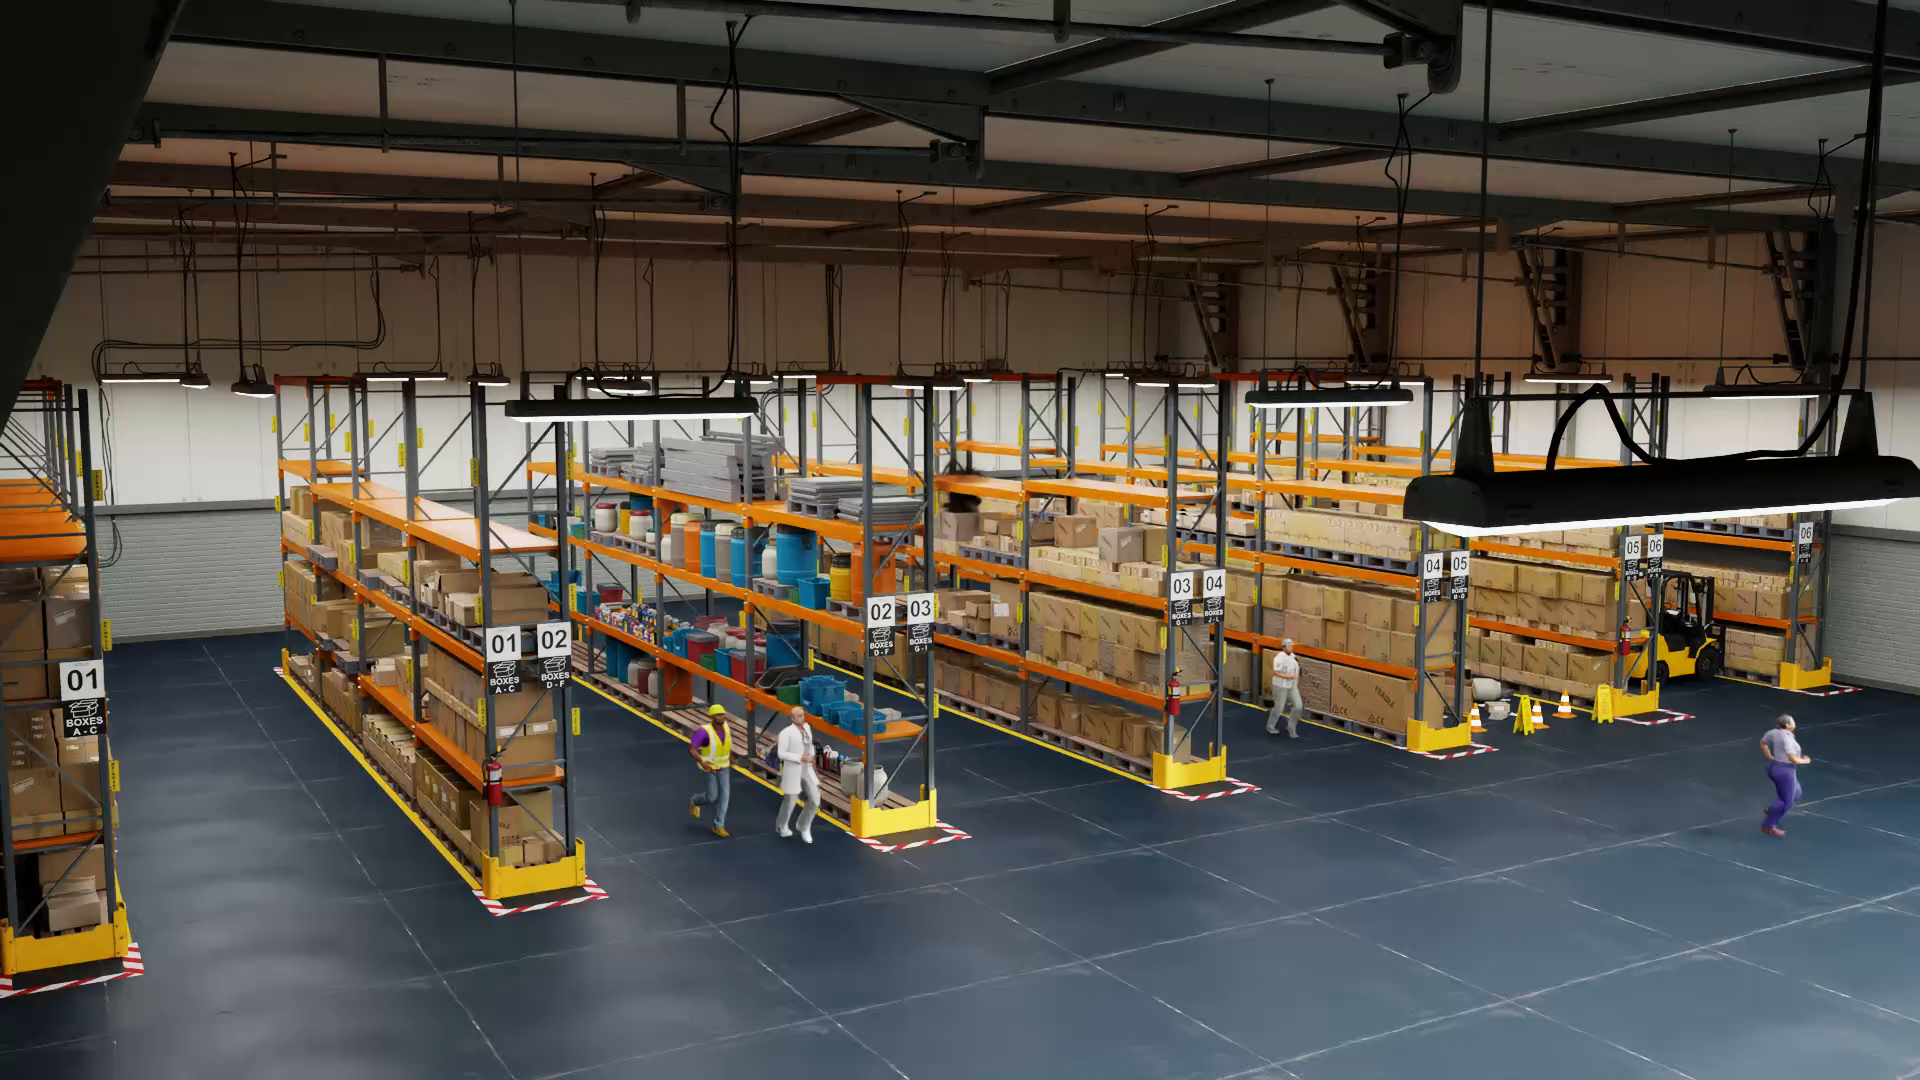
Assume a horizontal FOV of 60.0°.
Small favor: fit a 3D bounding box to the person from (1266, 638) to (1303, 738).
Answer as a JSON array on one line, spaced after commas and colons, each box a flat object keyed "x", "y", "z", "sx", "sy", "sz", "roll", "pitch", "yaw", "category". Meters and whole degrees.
[{"x": 5.450, "y": 2.493, "z": 27.780, "sx": 0.617, "sy": 1.731, "sz": 0.717, "roll": -4, "pitch": 7, "yaw": -33, "category": "person"}]

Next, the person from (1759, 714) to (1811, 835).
[{"x": 10.968, "y": 3.106, "z": 22.093, "sx": 0.570, "sy": 1.617, "sz": 0.661, "roll": 1, "pitch": 6, "yaw": 6, "category": "person"}]

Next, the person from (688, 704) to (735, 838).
[{"x": -3.312, "y": 3.048, "z": 22.256, "sx": 0.827, "sy": 1.747, "sz": 0.727, "roll": 6, "pitch": 8, "yaw": 43, "category": "person"}]

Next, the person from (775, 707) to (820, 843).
[{"x": -2.111, "y": 3.089, "z": 21.778, "sx": 0.725, "sy": 1.842, "sz": 0.797, "roll": -6, "pitch": 9, "yaw": -44, "category": "person"}]
